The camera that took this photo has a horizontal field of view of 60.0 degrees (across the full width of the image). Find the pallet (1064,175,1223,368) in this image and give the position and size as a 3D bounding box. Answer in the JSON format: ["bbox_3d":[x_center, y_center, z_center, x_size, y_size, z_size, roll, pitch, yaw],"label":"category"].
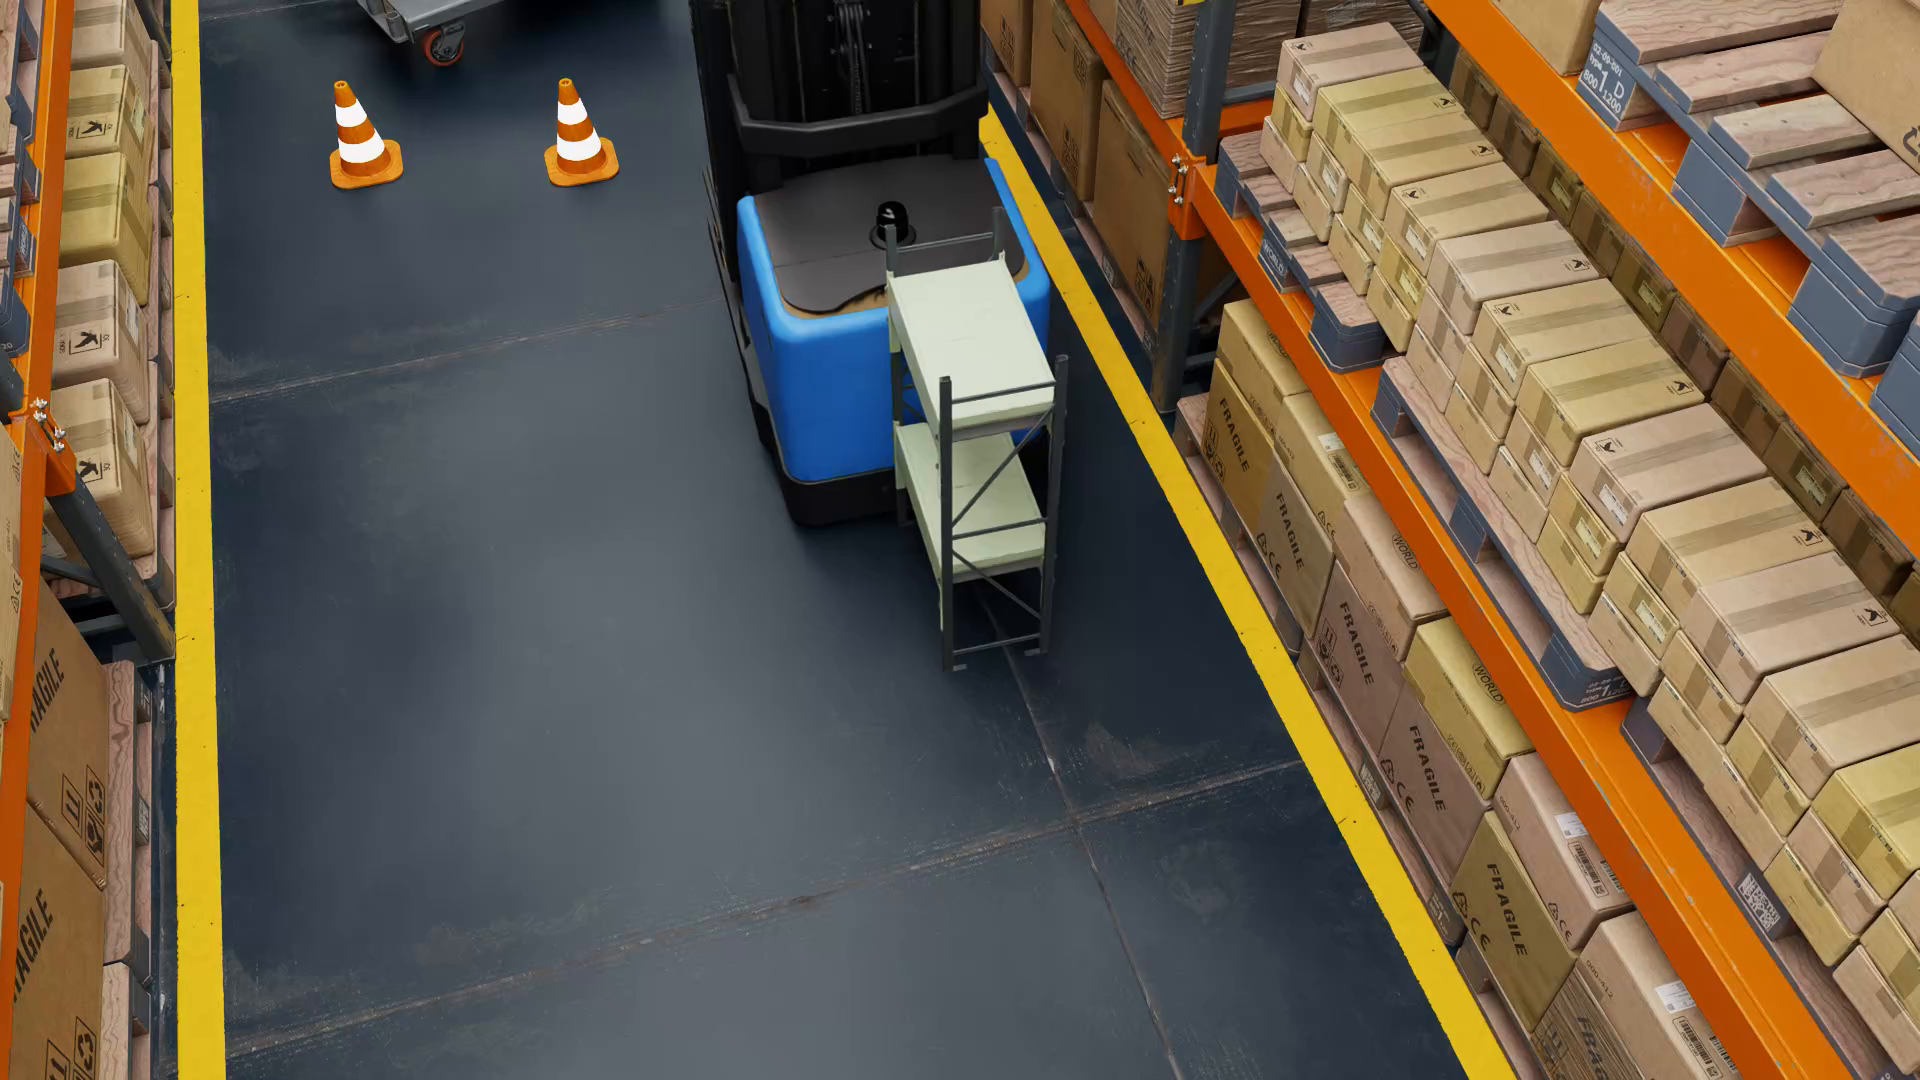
[{"bbox_3d":[1.137,-1.340,7.532,1.003,0.211,1.213,-13,51,-11],"label":"pallet"}]

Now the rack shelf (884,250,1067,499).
[{"bbox_3d":[0.041,-0.558,5.519,0.431,0.370,0.720,-11,51,-9],"label":"rack shelf"}]

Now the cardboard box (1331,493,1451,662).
[{"bbox_3d":[1.555,0.075,5.384,0.500,0.250,0.500,-13,51,-11],"label":"cardboard box"}]

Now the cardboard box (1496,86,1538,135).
[{"bbox_3d":[1.953,-1.454,5.304,0.380,0.149,0.250,-14,51,-11],"label":"cardboard box"}]

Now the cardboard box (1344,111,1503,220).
[{"bbox_3d":[1.400,-1.135,5.035,0.380,0.149,0.250,-14,51,-11],"label":"cardboard box"}]

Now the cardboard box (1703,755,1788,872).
[{"bbox_3d":[2.025,0.603,3.959,0.380,0.149,0.250,-13,51,-11],"label":"cardboard box"}]

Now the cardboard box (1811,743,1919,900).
[{"bbox_3d":[2.096,0.584,3.586,0.380,0.149,0.250,-15,51,-12],"label":"cardboard box"}]

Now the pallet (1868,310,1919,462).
[{"bbox_3d":[2.400,-0.106,2.828,1.213,0.211,1.003,-13,51,-11],"label":"pallet"}]

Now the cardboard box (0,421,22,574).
[{"bbox_3d":[-3.003,-0.094,4.755,0.500,0.250,0.500,-15,51,-12],"label":"cardboard box"}]

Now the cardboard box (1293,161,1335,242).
[{"bbox_3d":[1.317,-1.132,5.422,0.380,0.149,0.250,-11,51,-9],"label":"cardboard box"}]

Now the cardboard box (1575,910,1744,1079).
[{"bbox_3d":[2.019,1.217,4.422,0.500,0.250,0.500,-15,51,-12],"label":"cardboard box"}]

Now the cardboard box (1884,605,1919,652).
[{"bbox_3d":[2.573,0.261,4.248,0.380,0.149,0.250,-13,51,-11],"label":"cardboard box"}]

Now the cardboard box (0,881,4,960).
[{"bbox_3d":[-2.526,1.013,3.822,0.500,0.250,0.500,-14,51,-12],"label":"cardboard box"}]

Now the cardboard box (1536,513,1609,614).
[{"bbox_3d":[1.786,0.025,4.447,0.380,0.149,0.250,-11,51,-9],"label":"cardboard box"}]

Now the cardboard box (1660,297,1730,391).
[{"bbox_3d":[2.263,-0.597,4.776,0.380,0.149,0.250,-12,51,-10],"label":"cardboard box"}]

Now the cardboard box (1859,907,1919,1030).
[{"bbox_3d":[2.175,0.879,3.532,0.380,0.149,0.250,-12,51,-10],"label":"cardboard box"}]

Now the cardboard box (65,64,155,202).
[{"bbox_3d":[-4.210,-1.756,7.502,0.950,0.372,0.625,-10,51,-9],"label":"cardboard box"}]

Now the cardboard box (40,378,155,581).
[{"bbox_3d":[-3.558,-0.157,6.154,0.950,0.372,0.625,-16,52,-13],"label":"cardboard box"}]

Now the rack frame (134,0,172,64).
[{"bbox_3d":[-4.584,-3.375,7.423,1.000,3.000,0.127,-13,51,-11],"label":"rack frame"}]

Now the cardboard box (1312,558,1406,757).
[{"bbox_3d":[1.572,0.339,5.653,0.500,0.500,0.500,-14,51,-12],"label":"cardboard box"}]

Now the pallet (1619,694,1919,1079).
[{"bbox_3d":[2.394,0.746,4.074,1.003,0.211,1.213,-13,51,-11],"label":"pallet"}]

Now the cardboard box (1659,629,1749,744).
[{"bbox_3d":[1.940,0.306,4.015,0.380,0.149,0.250,-15,51,-12],"label":"cardboard box"}]

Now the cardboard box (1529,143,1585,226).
[{"bbox_3d":[2.040,-1.153,5.245,0.380,0.149,0.250,-12,51,-10],"label":"cardboard box"}]

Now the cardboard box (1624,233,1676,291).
[{"bbox_3d":[2.179,-0.891,4.830,0.380,0.149,0.250,-13,51,-11],"label":"cardboard box"}]

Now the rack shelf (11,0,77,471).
[{"bbox_3d":[-3.992,-1.682,6.466,1.077,0.370,4.000,-13,51,-11],"label":"rack shelf"}]

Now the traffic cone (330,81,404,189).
[{"bbox_3d":[-2.879,-1.968,7.896,0.336,0.463,0.334,-13,51,-11],"label":"traffic cone"}]

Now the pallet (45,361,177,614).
[{"bbox_3d":[-3.630,-0.126,6.508,1.003,0.211,1.213,-13,51,-11],"label":"pallet"}]

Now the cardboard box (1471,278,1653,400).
[{"bbox_3d":[1.640,-0.552,4.543,0.380,0.149,0.250,-12,51,-10],"label":"cardboard box"}]

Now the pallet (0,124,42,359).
[{"bbox_3d":[-3.713,-0.888,5.452,1.213,0.211,1.003,-13,51,-11],"label":"pallet"}]

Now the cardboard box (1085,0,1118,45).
[{"bbox_3d":[0.762,-2.311,6.461,0.500,0.500,0.500,-13,51,-11],"label":"cardboard box"}]

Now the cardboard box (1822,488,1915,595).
[{"bbox_3d":[2.489,-0.030,4.298,0.380,0.149,0.250,-11,51,-10],"label":"cardboard box"}]

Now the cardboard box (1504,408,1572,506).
[{"bbox_3d":[1.715,-0.262,4.494,0.380,0.149,0.250,-12,51,-10],"label":"cardboard box"}]

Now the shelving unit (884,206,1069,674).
[{"bbox_3d":[0.041,-0.307,5.817,0.431,1.500,0.755,-11,51,-9],"label":"shelving unit"}]

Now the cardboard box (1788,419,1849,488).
[{"bbox_3d":[2.421,-0.307,4.337,0.380,0.149,0.250,-12,51,-10],"label":"cardboard box"}]

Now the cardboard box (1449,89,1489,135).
[{"bbox_3d":[1.883,-1.444,5.685,0.380,0.149,0.250,-13,51,-10],"label":"cardboard box"}]

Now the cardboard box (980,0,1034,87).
[{"bbox_3d":[0.666,-2.840,8.168,1.050,0.750,0.750,-13,51,-11],"label":"cardboard box"}]

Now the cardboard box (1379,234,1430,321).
[{"bbox_3d":[1.488,-0.822,4.966,0.380,0.149,0.250,-13,51,-11],"label":"cardboard box"}]

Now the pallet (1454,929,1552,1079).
[{"bbox_3d":[2.249,1.606,5.048,1.003,0.211,1.213,-13,51,-11],"label":"pallet"}]

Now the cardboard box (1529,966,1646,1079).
[{"bbox_3d":[2.021,1.462,4.706,0.500,0.500,0.500,-14,51,-12],"label":"cardboard box"}]

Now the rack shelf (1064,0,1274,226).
[{"bbox_3d":[0.707,-2.875,7.472,1.077,0.370,4.000,-13,51,-11],"label":"rack shelf"}]

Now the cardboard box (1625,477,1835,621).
[{"bbox_3d":[1.874,0.023,4.059,0.380,0.149,0.250,-15,51,-12],"label":"cardboard box"}]

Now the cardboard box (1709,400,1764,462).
[{"bbox_3d":[2.341,-0.308,4.727,0.380,0.149,0.250,-15,52,-13],"label":"cardboard box"}]

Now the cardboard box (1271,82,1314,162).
[{"bbox_3d":[1.249,-1.398,5.452,0.380,0.149,0.250,-11,51,-9],"label":"cardboard box"}]

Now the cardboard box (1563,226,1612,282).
[{"bbox_3d":[2.101,-0.892,5.219,0.380,0.149,0.250,-14,51,-11],"label":"cardboard box"}]

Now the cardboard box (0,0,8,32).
[{"bbox_3d":[-3.751,-1.979,6.135,0.380,0.149,0.250,-12,51,-10],"label":"cardboard box"}]

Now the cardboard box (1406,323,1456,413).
[{"bbox_3d":[1.559,-0.545,4.927,0.380,0.149,0.250,-12,51,-10],"label":"cardboard box"}]

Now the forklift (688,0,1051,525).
[{"bbox_3d":[-0.523,-2.159,6.443,1.130,2.935,3.031,-11,51,-9],"label":"forklift"}]
